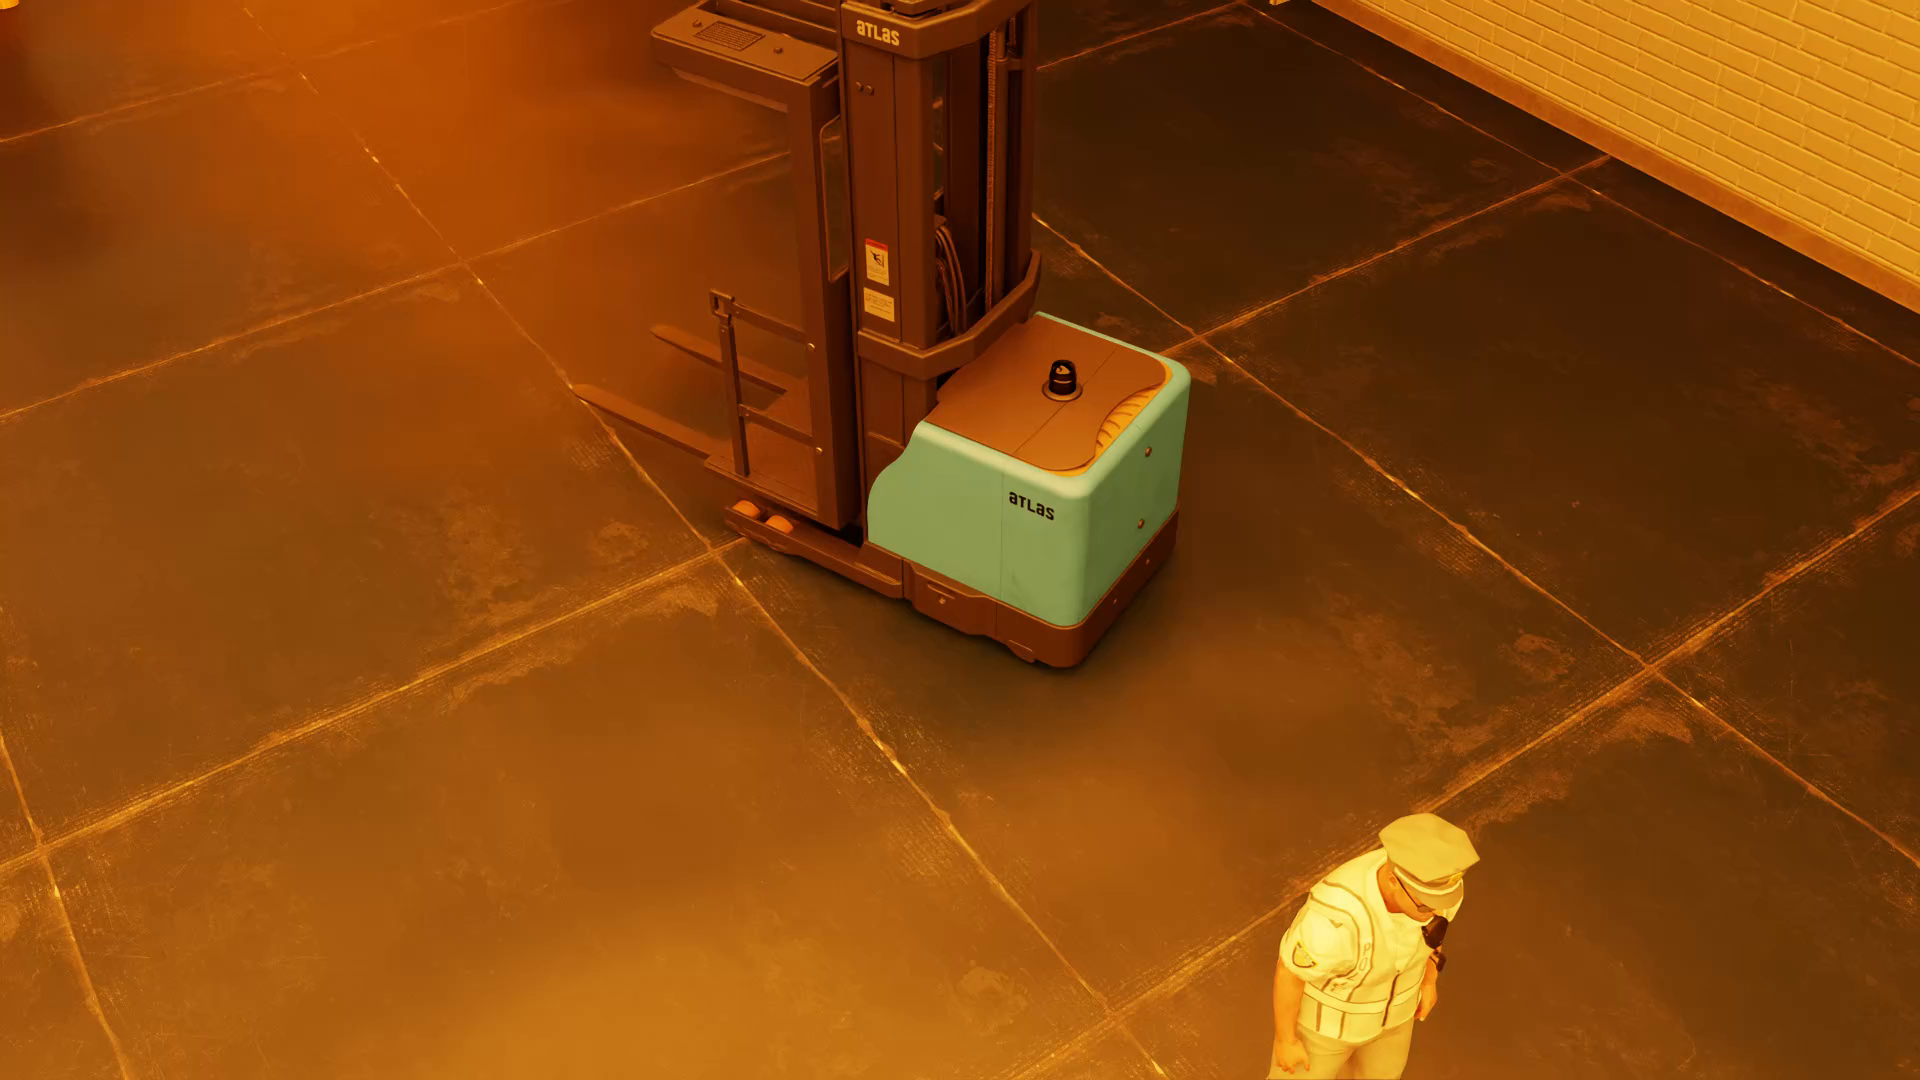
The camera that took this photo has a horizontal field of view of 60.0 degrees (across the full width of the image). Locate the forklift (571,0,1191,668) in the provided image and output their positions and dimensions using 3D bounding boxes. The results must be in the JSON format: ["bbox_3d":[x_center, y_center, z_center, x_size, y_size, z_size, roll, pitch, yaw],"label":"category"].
[{"bbox_3d":[-0.511,-1.302,7.129,3.031,2.935,1.130,24,48,24],"label":"forklift"}]

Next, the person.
[{"bbox_3d":[1.190,1.404,5.064,0.603,1.747,0.443,-16,45,-17],"label":"person"}]
